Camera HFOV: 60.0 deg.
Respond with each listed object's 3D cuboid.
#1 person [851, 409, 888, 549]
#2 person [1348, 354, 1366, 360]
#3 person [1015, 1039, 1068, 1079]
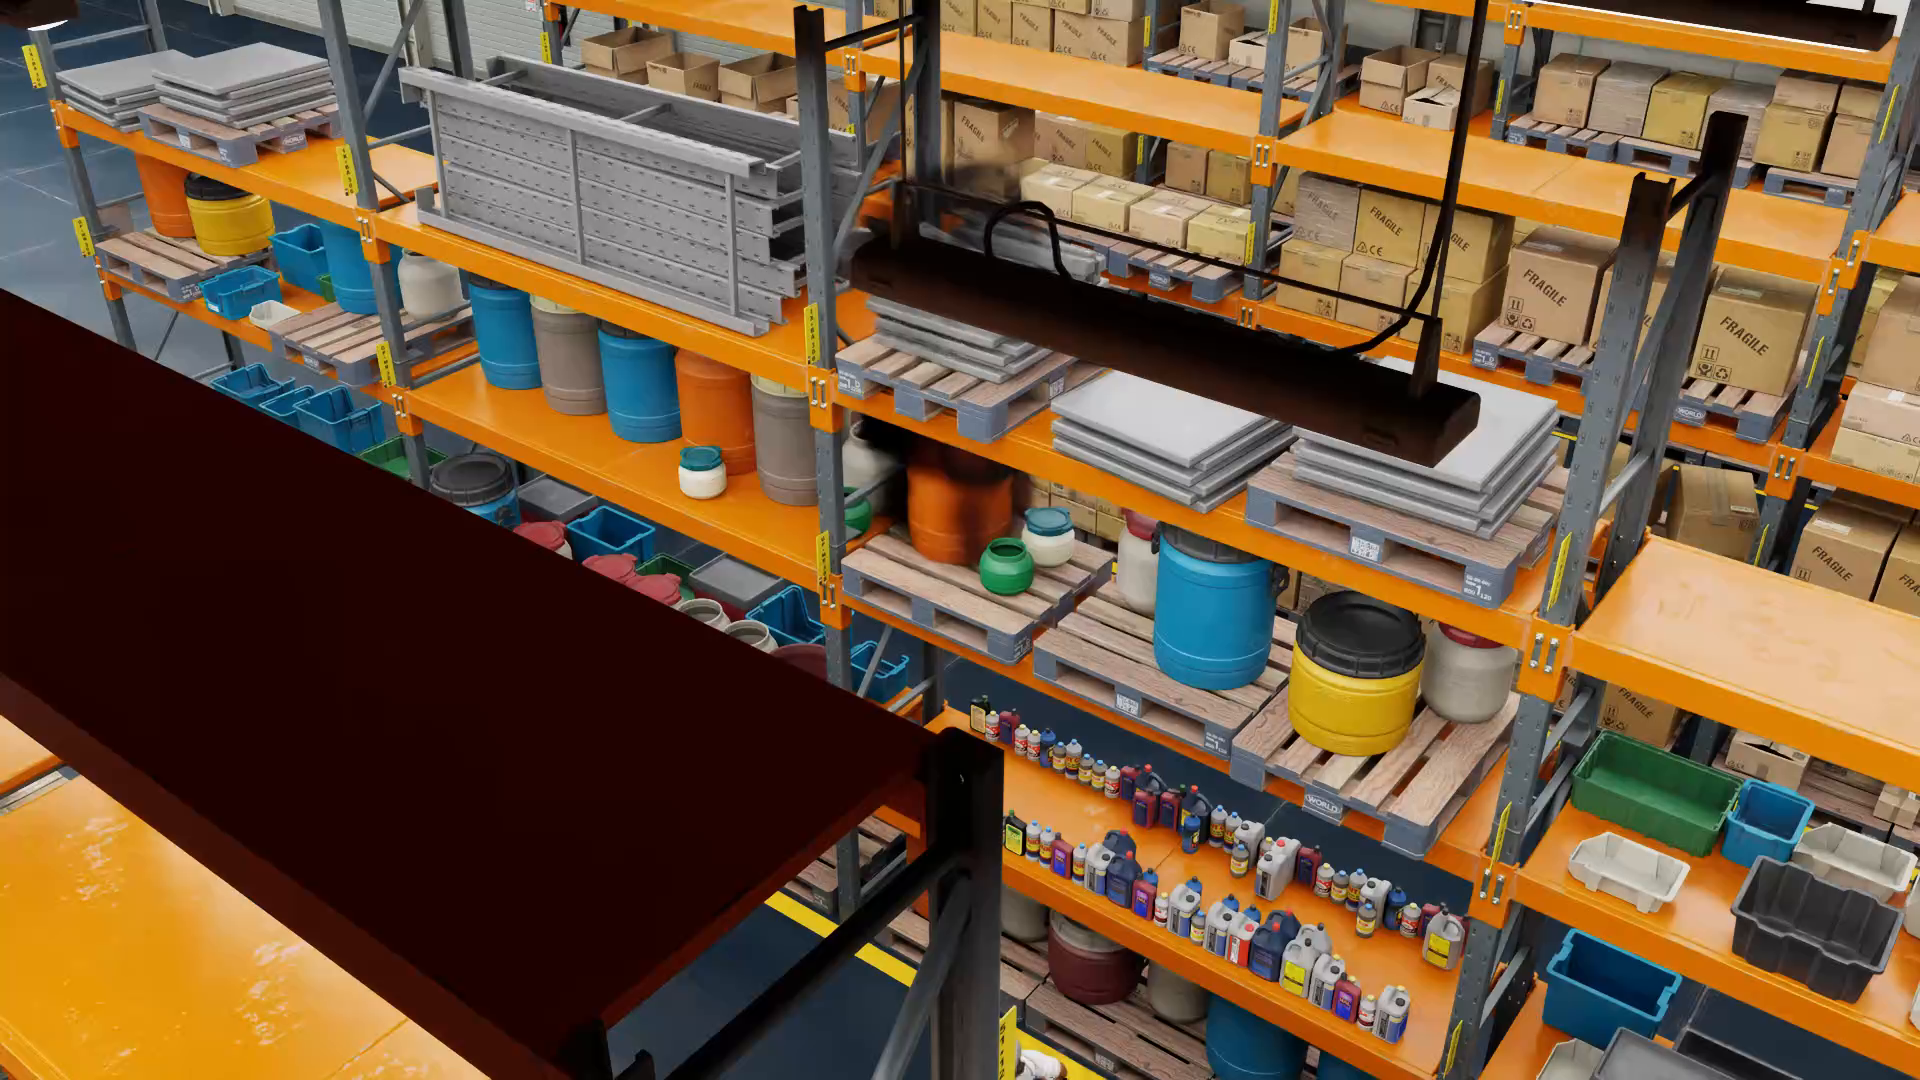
[{"bbox_3d":[-0.842,-0.459,14.549,0.808,1.558,0.498,1,31,1],"label":"person"},{"bbox_3d":[3.886,-1.367,15.706,0.833,1.595,0.504,23,38,32],"label":"person"},{"bbox_3d":[0.289,3.151,8.530,0.914,1.701,0.626,12,33,18],"label":"person"}]
